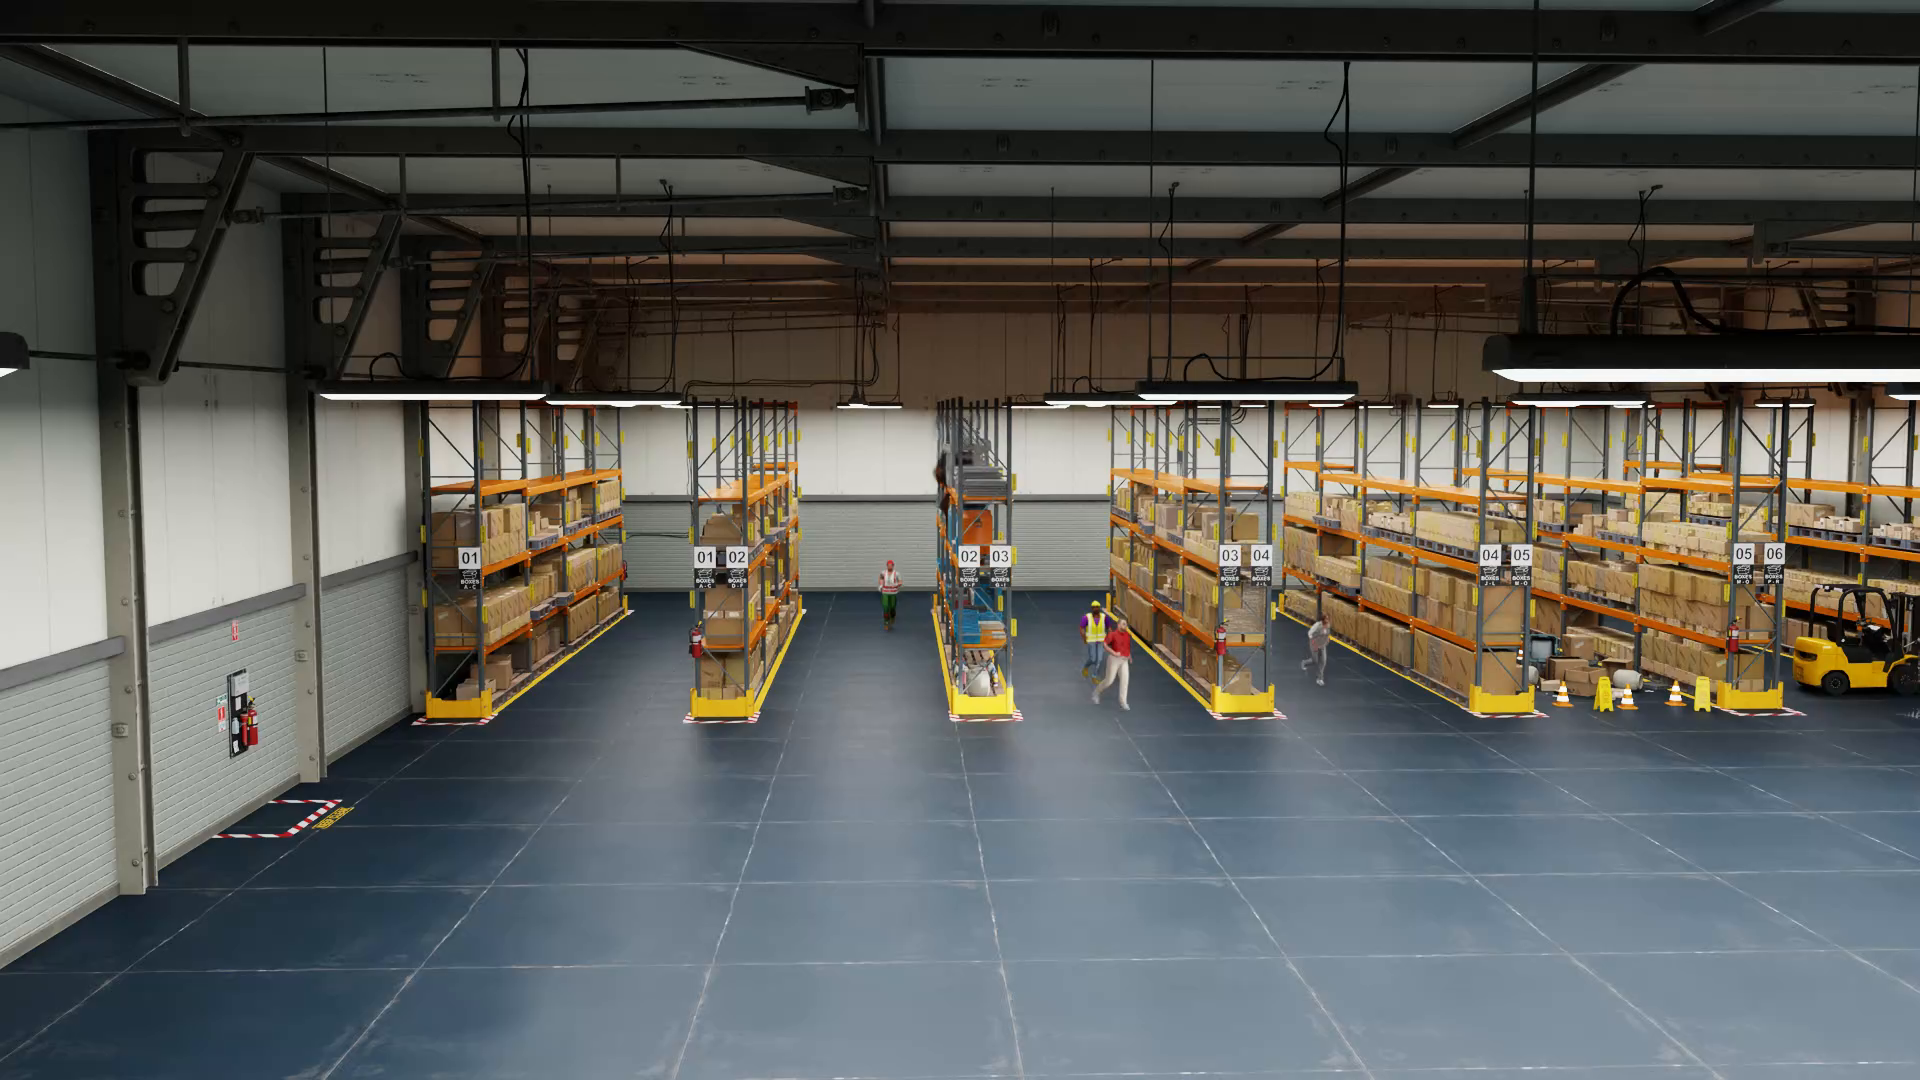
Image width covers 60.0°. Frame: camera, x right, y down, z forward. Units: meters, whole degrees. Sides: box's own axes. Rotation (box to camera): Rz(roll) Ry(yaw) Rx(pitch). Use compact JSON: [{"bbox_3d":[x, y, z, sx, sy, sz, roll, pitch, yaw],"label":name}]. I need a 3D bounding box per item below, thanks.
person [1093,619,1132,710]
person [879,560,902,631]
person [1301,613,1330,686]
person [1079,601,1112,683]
[{"bbox_3d":[3.085,2.378,32.225,0.742,1.702,0.972,-3,5,-32],"label":"person"},{"bbox_3d":[-1.840,1.430,43.793,0.651,1.805,0.983,0,4,2],"label":"person"},{"bbox_3d":[7.512,2.268,35.125,0.549,1.548,0.864,-2,5,-28],"label":"person"},{"bbox_3d":[2.881,2.149,35.194,0.690,1.734,0.631,-1,4,-8],"label":"person"}]
